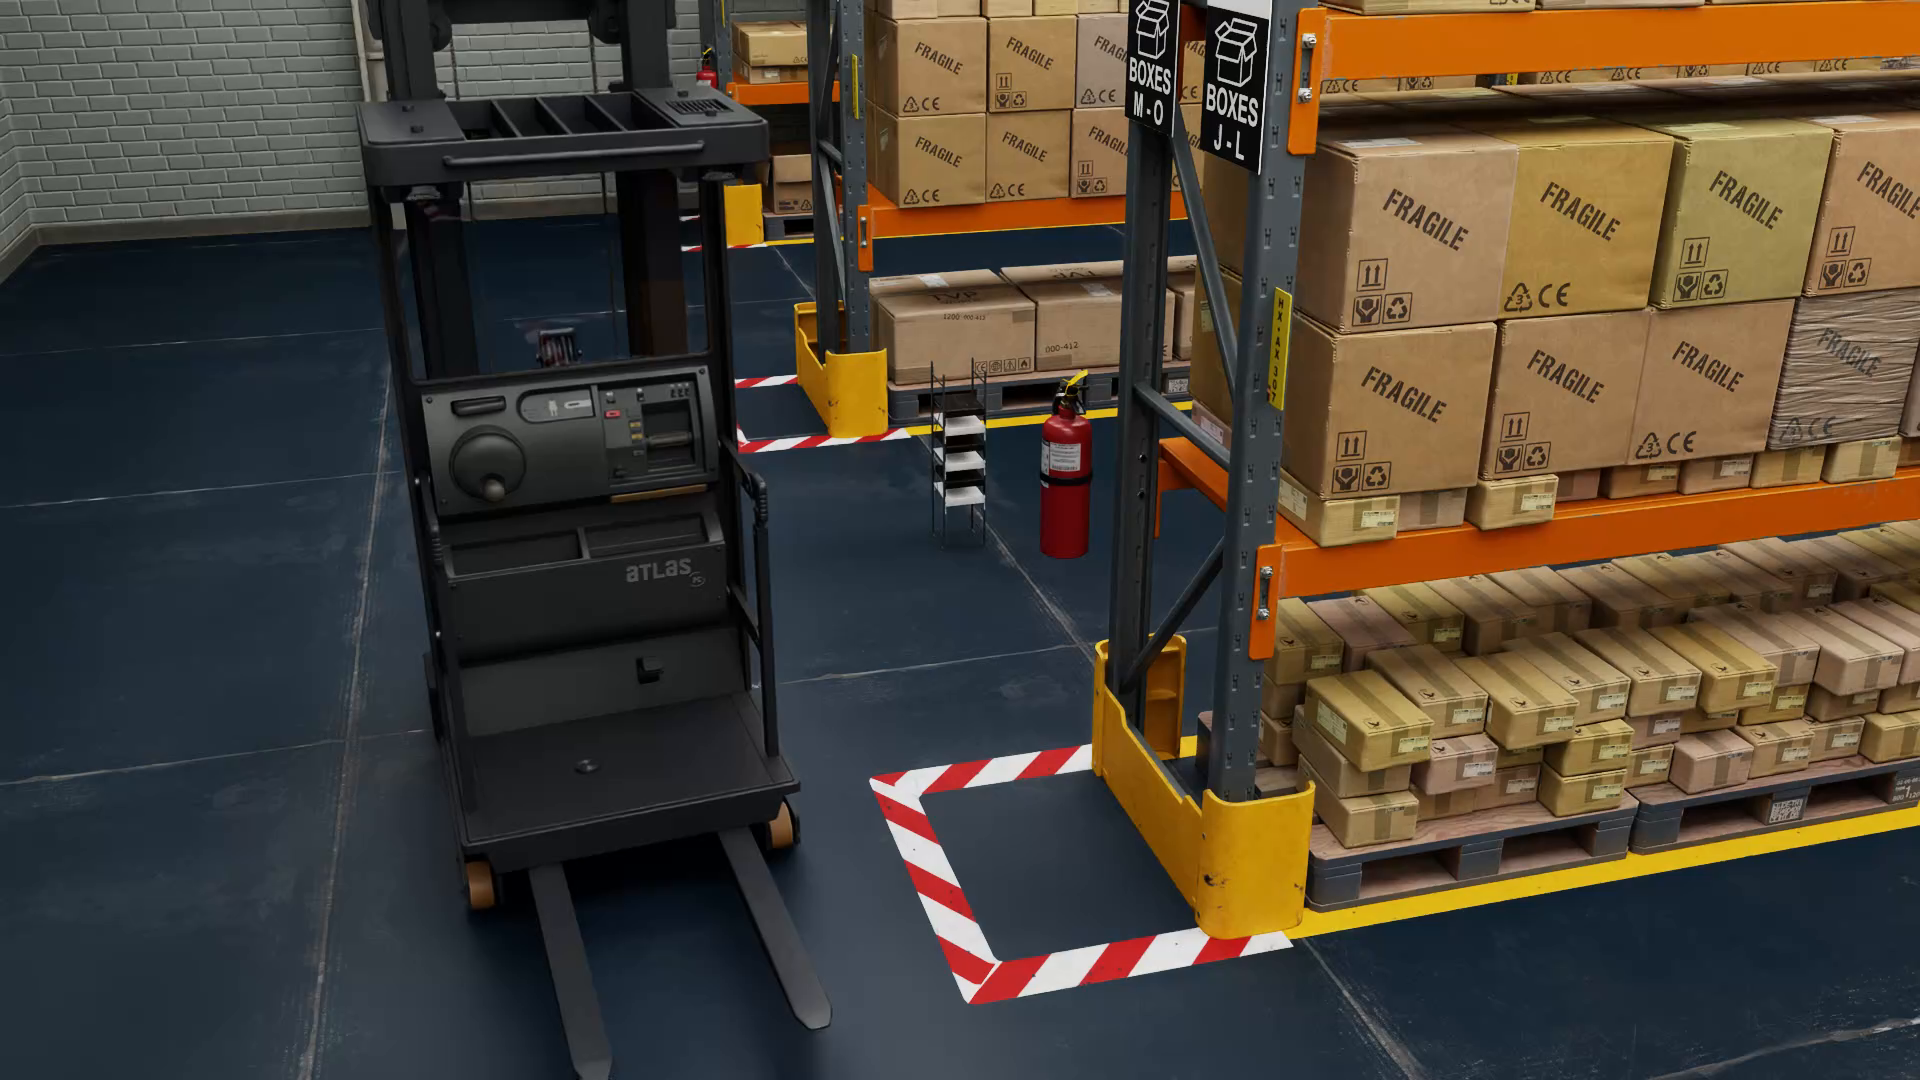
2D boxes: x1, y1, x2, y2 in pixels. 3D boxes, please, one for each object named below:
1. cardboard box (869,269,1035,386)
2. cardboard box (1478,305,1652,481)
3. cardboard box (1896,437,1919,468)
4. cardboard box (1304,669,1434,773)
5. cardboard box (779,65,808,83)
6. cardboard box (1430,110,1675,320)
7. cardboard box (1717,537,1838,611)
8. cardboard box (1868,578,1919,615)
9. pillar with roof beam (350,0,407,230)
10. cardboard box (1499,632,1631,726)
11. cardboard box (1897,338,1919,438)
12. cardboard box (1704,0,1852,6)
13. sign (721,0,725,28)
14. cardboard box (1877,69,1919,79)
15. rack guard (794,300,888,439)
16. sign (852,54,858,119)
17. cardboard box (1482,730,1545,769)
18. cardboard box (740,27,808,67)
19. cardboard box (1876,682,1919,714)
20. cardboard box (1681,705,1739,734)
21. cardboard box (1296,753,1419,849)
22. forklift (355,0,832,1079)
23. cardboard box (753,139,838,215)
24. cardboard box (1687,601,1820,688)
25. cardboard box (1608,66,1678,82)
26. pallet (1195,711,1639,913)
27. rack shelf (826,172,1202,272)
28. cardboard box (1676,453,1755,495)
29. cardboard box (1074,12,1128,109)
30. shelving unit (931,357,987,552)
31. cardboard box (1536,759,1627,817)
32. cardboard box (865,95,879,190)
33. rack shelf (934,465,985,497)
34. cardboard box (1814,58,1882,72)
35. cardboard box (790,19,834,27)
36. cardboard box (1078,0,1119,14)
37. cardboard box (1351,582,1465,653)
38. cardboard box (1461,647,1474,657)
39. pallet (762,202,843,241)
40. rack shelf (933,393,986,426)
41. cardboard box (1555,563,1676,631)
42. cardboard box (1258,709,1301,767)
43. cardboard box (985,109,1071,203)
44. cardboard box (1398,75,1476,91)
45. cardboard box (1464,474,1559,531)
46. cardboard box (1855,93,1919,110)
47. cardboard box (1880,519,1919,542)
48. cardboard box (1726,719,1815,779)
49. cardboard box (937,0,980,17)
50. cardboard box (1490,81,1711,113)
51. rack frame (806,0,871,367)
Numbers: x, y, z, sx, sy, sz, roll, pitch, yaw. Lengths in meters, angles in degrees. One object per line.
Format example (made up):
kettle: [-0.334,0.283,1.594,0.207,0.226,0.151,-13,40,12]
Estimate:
cardboard box: [-0.097,-1.325,10.251,0.875,0.438,0.875,-7,24,-16]
cardboard box: [1.744,-0.525,5.166,0.500,0.500,0.500,-6,24,-14]
cardboard box: [3.109,-0.384,5.660,0.250,0.149,0.380,-7,24,-15]
cardboard box: [1.325,0.584,5.413,0.250,0.149,0.380,-7,24,-17]
cardboard box: [-1.427,-3.946,13.960,0.250,0.149,0.380,-6,24,-13]
cardboard box: [1.717,-0.978,4.953,0.500,0.500,0.500,-6,24,-13]
cardboard box: [3.169,0.128,6.476,0.250,0.149,0.380,-6,24,-13]
cardboard box: [3.564,0.291,6.096,0.250,0.149,0.380,-6,24,-13]
pillar with roof beam: [-3.726,-5.263,9.103,0.400,9.000,9.100,-6,24,-14]
cardboard box: [2.052,0.473,5.672,0.250,0.149,0.380,-8,24,-17]
cardboard box: [3.211,-0.675,5.516,0.500,0.500,0.500,-6,24,-15]
cardboard box: [2.231,-1.707,4.811,0.500,0.250,0.500,-7,24,-16]
sign: [-1.903,-4.277,13.317,0.005,0.325,0.100,-6,24,-14]
cardboard box: [3.585,-1.384,5.900,0.500,0.500,0.500,-7,24,-16]
rack guard: [-0.729,-1.050,10.063,0.348,0.500,1.175,-6,24,-14]
sign: [-0.561,-2.424,8.897,0.005,0.325,0.100,-6,24,-14]
cardboard box: [1.794,0.622,5.702,0.250,0.149,0.380,-6,24,-14]
cardboard box: [-1.540,-4.099,13.812,0.500,0.250,0.500,-6,24,-14]
cardboard box: [3.344,0.469,6.059,0.250,0.149,0.380,-6,24,-13]
cardboard box: [2.550,0.527,5.924,0.250,0.149,0.380,-5,24,-12]
cardboard box: [1.320,0.850,5.548,0.250,0.149,0.380,-6,24,-13]
forklift: [-1.195,-0.321,5.282,1.130,2.935,3.031,-8,25,-19]
cardboard box: [-1.435,-3.160,14.445,0.637,0.503,0.797,-7,24,-16]
cardboard box: [2.803,0.373,5.904,0.250,0.149,0.380,-6,24,-14]
cardboard box: [4.130,-3.135,10.358,0.500,0.500,0.500,-6,24,-15]
pallet: [1.594,0.867,5.961,1.213,0.211,1.003,-6,24,-14]
rack shelf: [1.220,-2.084,10.215,4.000,0.370,1.077,-6,24,-14]
cardboard box: [2.362,-0.293,5.448,0.250,0.149,0.380,-7,24,-15]
cardboard box: [0.823,-2.765,9.496,0.500,0.500,0.500,-6,24,-15]
shelving unit: [-0.008,-0.413,8.071,0.210,0.900,0.258,-6,24,-14]
cardboard box: [2.063,0.776,5.719,0.250,0.149,0.380,-6,24,-14]
cardboard box: [-0.312,-2.399,9.911,0.500,0.500,0.500,-6,24,-14]
rack shelf: [-0.008,-0.299,8.119,0.200,0.077,0.258,-6,24,-14]
cardboard box: [5.598,-3.296,10.733,0.500,0.500,0.500,-6,24,-14]
cardboard box: [-1.182,-4.357,14.414,0.500,0.250,0.500,-6,24,-14]
cardboard box: [0.713,-3.060,9.359,0.250,0.149,0.380,-6,24,-14]
cardboard box: [1.643,0.278,6.127,0.250,0.149,0.380,-7,24,-16]
cardboard box: [1.947,0.437,6.132,0.250,0.149,0.380,-7,24,-15]
pallet: [-1.209,-2.897,14.735,1.213,0.211,1.003,-6,24,-14]
rack shelf: [-0.008,-0.630,7.977,0.200,0.077,0.258,-6,24,-14]
cardboard box: [2.437,0.238,6.219,0.250,0.149,0.380,-7,24,-16]
cardboard box: [1.180,0.649,6.016,0.250,0.149,0.380,-6,24,-13]
cardboard box: [0.314,-2.254,9.572,0.500,0.500,0.500,-7,24,-15]
cardboard box: [2.766,-2.978,9.991,0.500,0.500,0.500,-7,24,-15]
cardboard box: [1.637,-0.179,5.181,0.250,0.149,0.380,-7,24,-16]
cardboard box: [3.208,-1.142,5.335,0.500,0.500,0.500,-6,24,-13]
cardboard box: [3.912,0.050,6.658,0.250,0.149,0.380,-5,24,-12]
cardboard box: [2.806,0.680,5.944,0.250,0.149,0.380,-6,24,-14]
cardboard box: [-0.056,-2.993,9.203,0.250,0.149,0.380,-6,24,-13]
cardboard box: [2.088,-1.231,5.543,0.500,0.500,0.500,-5,24,-12]
rack frame: [-0.705,-2.201,9.576,0.127,3.000,1.000,-6,24,-14]
